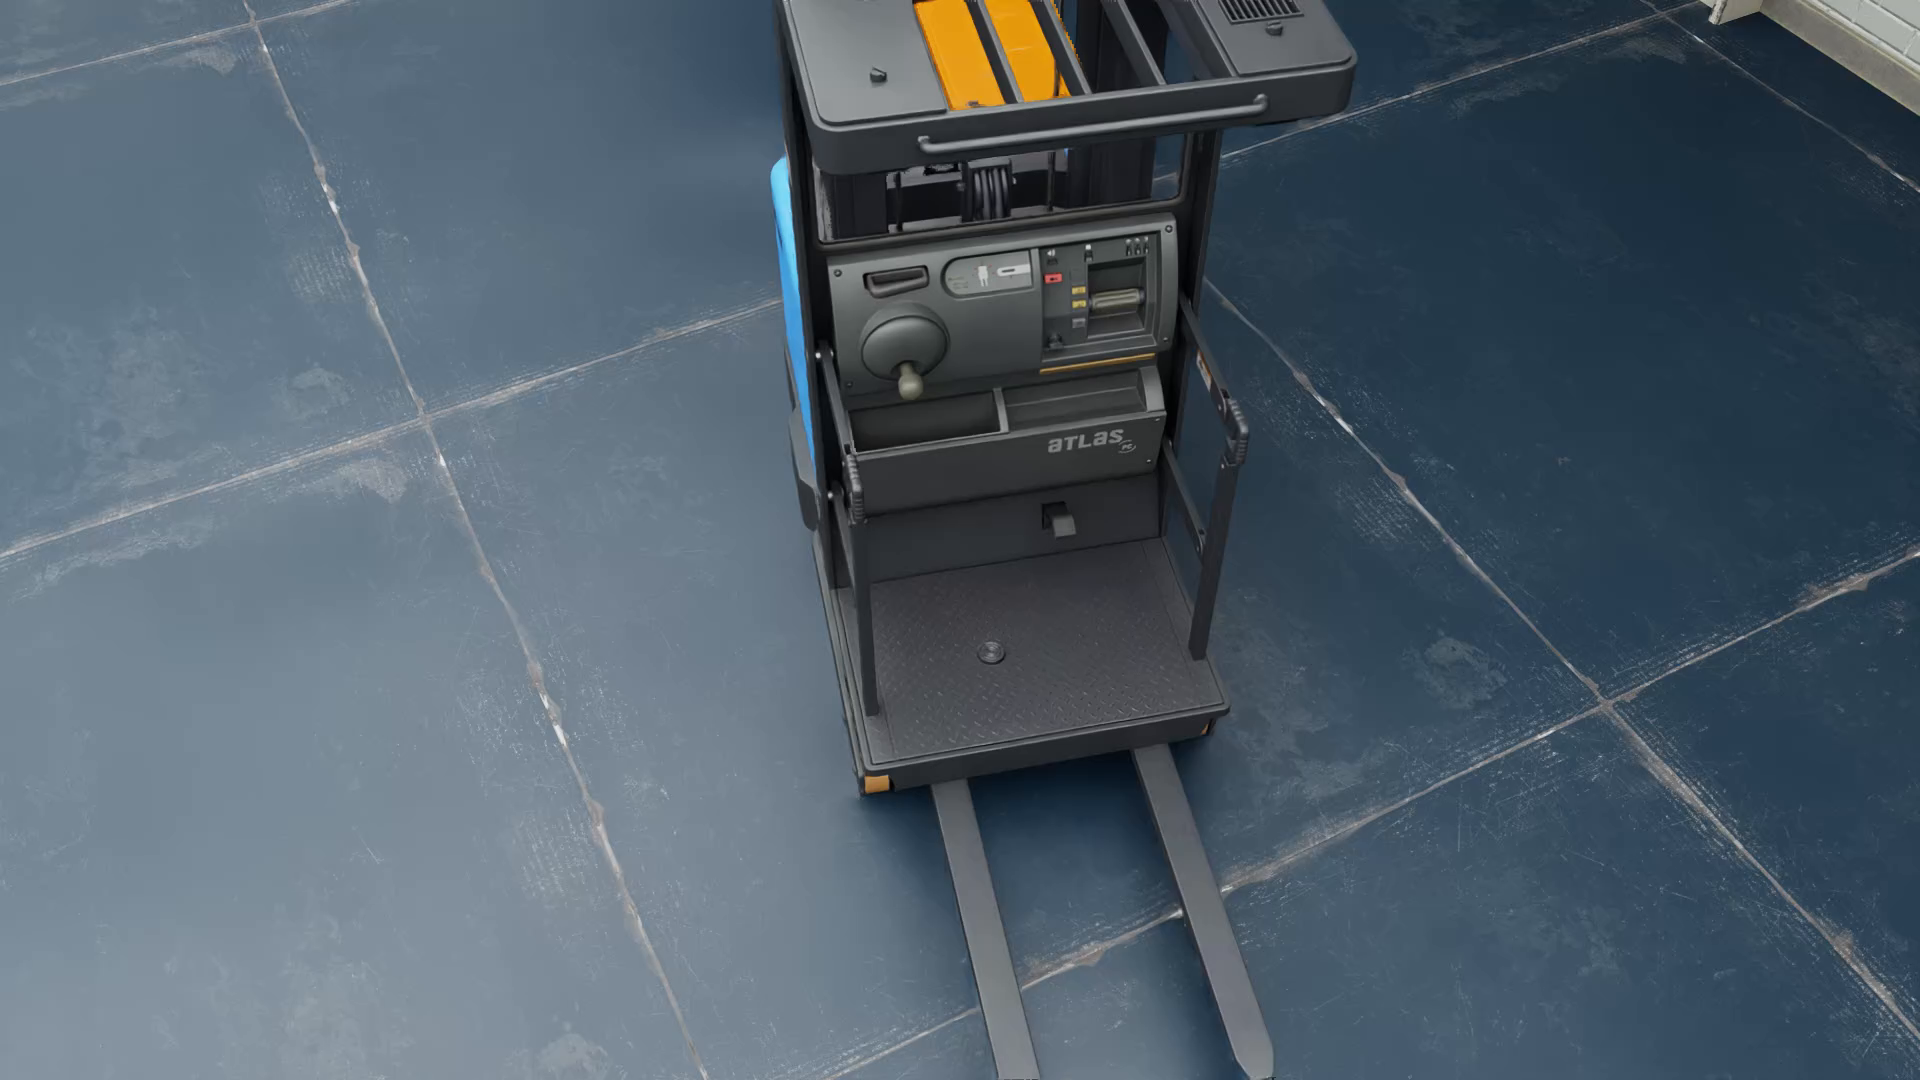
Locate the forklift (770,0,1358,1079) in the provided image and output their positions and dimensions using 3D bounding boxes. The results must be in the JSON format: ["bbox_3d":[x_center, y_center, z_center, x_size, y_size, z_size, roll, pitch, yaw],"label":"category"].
[{"bbox_3d":[0.168,-0.509,4.248,1.130,2.935,3.031,-9,49,-8],"label":"forklift"}]

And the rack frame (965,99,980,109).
[{"bbox_3d":[0.265,-1.122,5.984,0.500,1.125,0.032,-9,49,-8],"label":"rack frame"}]

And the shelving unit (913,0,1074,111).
[{"bbox_3d":[0.157,-1.496,6.311,0.538,1.125,1.048,-9,49,-8],"label":"shelving unit"}]

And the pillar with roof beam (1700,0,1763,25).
[{"bbox_3d":[-0.196,-4.107,3.364,9.100,9.000,0.400,-21,52,-18],"label":"pillar with roof beam"}]

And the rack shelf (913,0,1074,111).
[{"bbox_3d":[0.157,-1.689,6.091,0.538,0.278,1.000,-9,49,-8],"label":"rack shelf"}]
